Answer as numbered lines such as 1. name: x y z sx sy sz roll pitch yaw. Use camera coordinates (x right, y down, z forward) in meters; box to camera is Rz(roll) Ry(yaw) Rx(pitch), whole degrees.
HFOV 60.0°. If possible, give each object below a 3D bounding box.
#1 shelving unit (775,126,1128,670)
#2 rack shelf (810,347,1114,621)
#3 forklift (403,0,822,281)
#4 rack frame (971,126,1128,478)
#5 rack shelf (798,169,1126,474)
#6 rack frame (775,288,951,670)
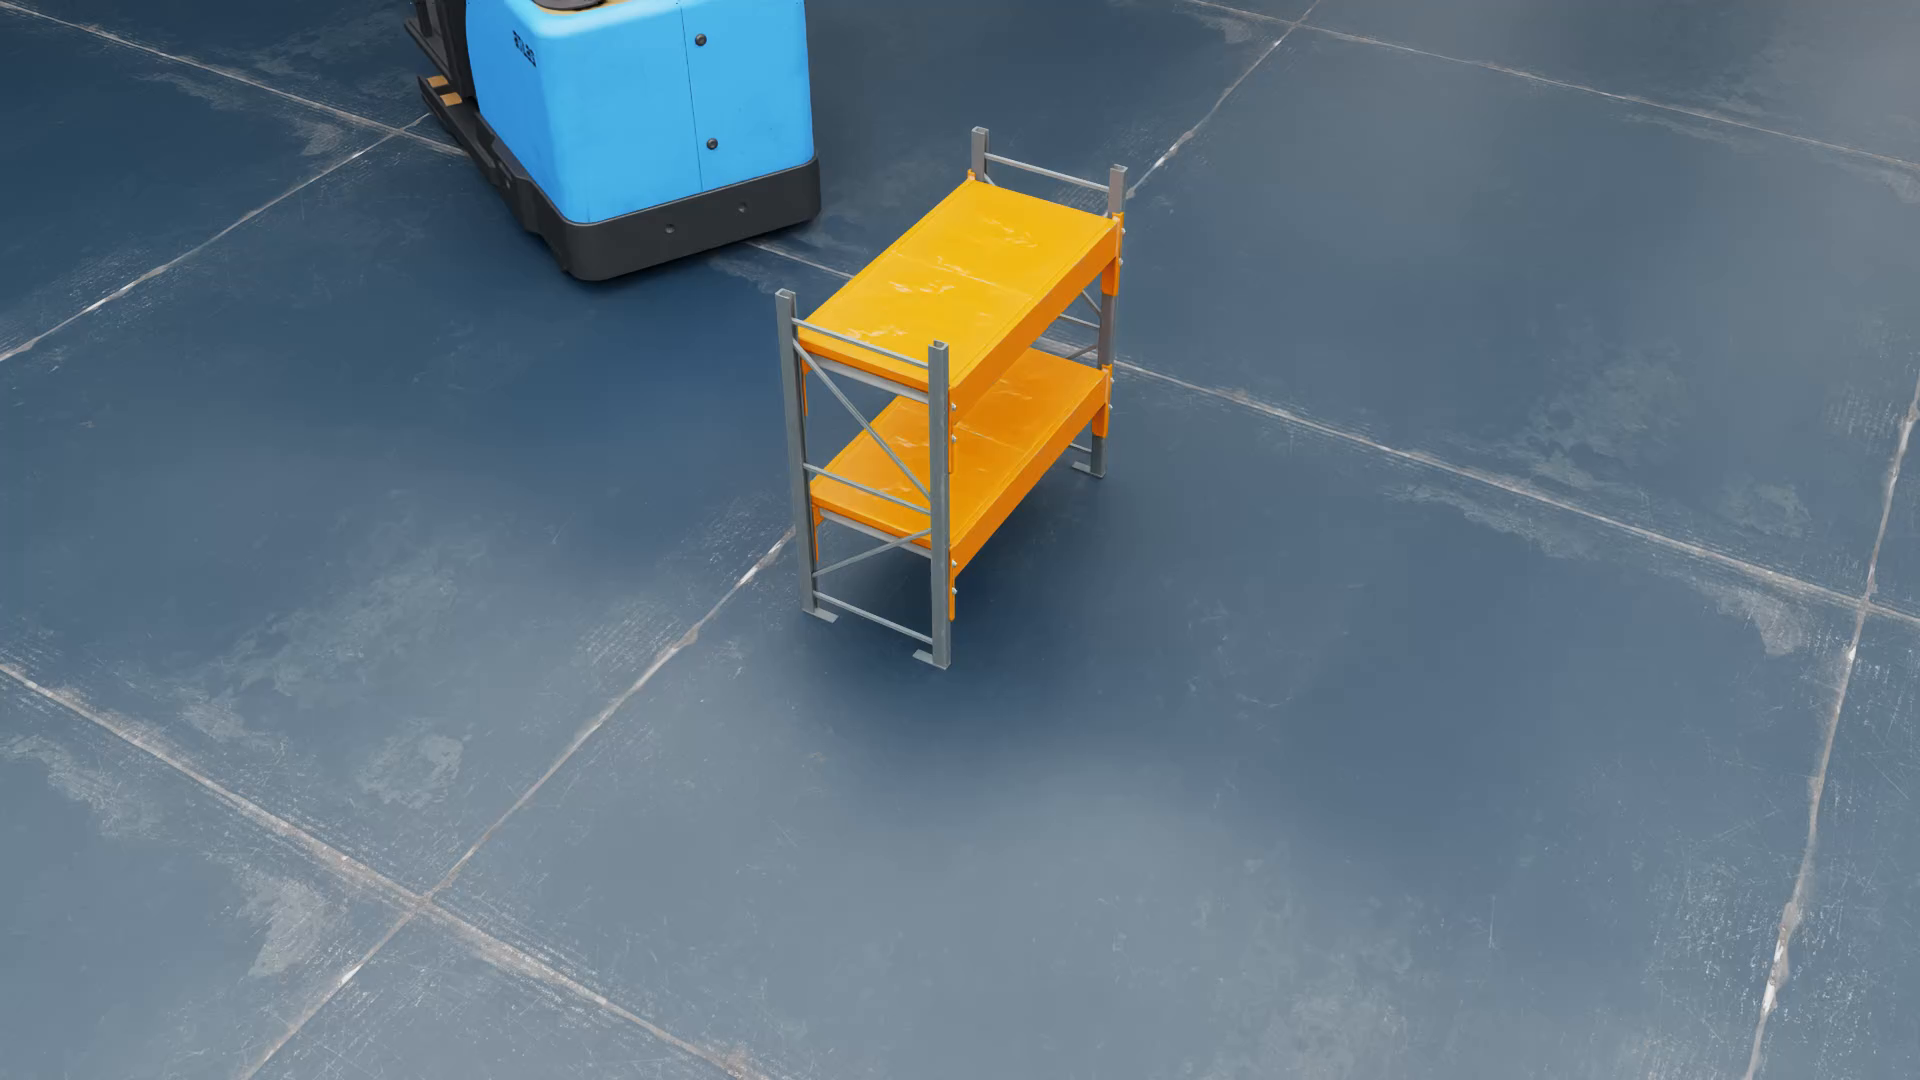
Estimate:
1. shelving unit: 0.003 -0.426 4.883 0.538 1.125 1.048 21 45 22
2. rack shelf: 0.003 -0.243 5.044 0.538 0.278 1.000 21 45 22
3. forklift: -1.740 -3.028 6.471 1.130 2.935 3.031 -22 46 -23
4. rack frame: 0.258 -0.717 5.213 0.500 1.125 0.032 21 45 22
5. rack shelf: 0.003 -0.646 4.689 0.538 0.278 1.000 21 45 22
6. rack frame: -0.251 -0.135 4.552 0.500 1.125 0.032 21 45 22
